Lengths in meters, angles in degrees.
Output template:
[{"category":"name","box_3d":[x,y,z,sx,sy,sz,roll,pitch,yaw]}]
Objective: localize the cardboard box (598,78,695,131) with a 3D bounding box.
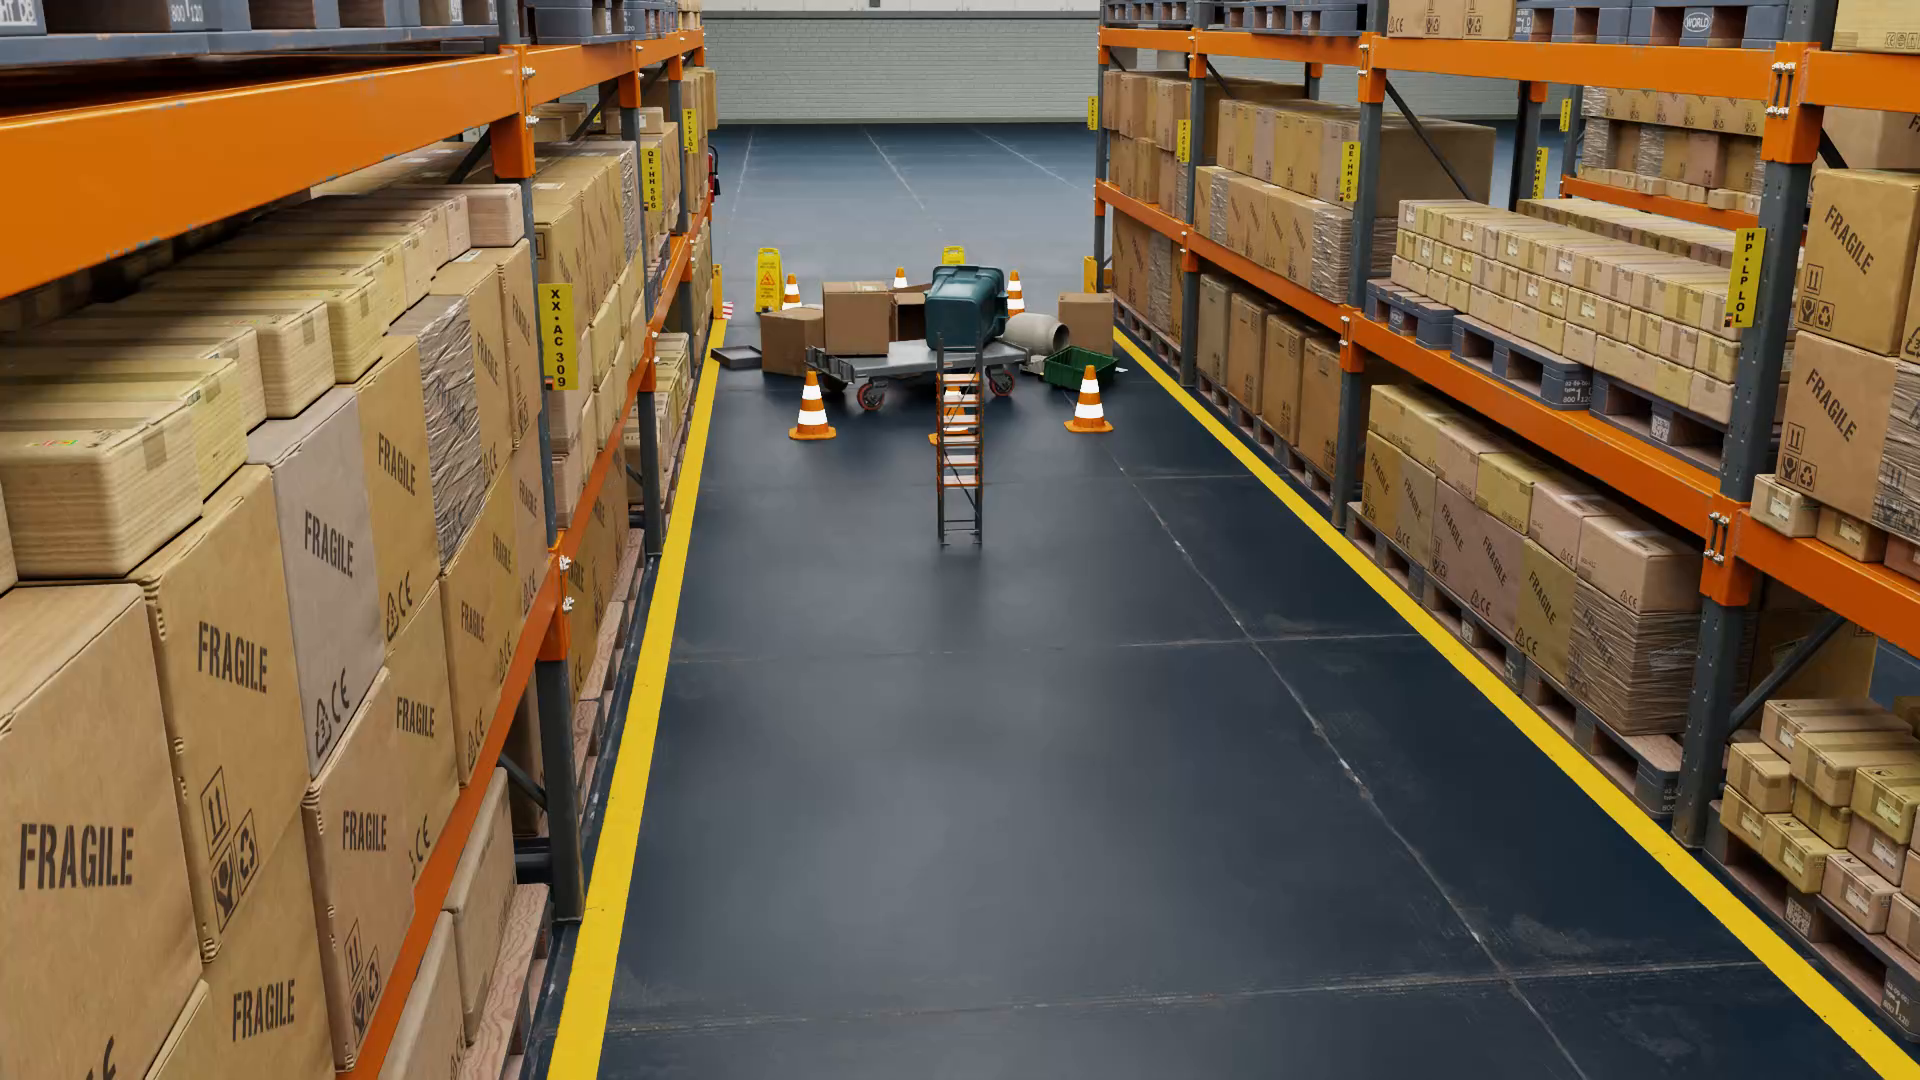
[{"category":"cardboard box","box_3d":[-2.426,-3.335,12.959,0.700,0.500,0.500,-2,18,-6]}]

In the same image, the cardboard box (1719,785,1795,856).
[{"category":"cardboard box","box_3d":[2.860,0.948,5.708,0.380,0.149,0.250,-3,18,-8]}]

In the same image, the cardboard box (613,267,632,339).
[{"category":"cardboard box","box_3d":[-1.752,-1.065,7.477,0.500,0.250,0.500,-2,18,-7]}]

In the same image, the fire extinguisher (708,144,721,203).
[{"category":"fire extinguisher","box_3d":[-2.563,-3.734,16.691,0.296,0.674,0.183,-2,18,-6]}]

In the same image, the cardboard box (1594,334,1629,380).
[{"category":"cardboard box","box_3d":[2.827,-0.749,6.774,0.380,0.149,0.250,-3,18,-8]}]

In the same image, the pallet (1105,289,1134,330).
[{"category":"pallet","box_3d":[2.064,-2.339,16.775,1.003,0.211,1.213,-2,18,-6]}]

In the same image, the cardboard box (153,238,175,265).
[{"category":"cardboard box","box_3d":[-1.923,-0.573,3.574,0.380,0.149,0.250,-2,18,-7]}]

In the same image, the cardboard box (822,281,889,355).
[{"category":"cardboard box","box_3d":[-0.829,-1.763,13.194,0.500,0.500,0.500,-2,18,-6]}]

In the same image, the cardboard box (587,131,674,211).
[{"category":"cardboard box","box_3d":[-2.221,-2.488,11.231,0.500,0.500,0.500,-1,17,-4]}]

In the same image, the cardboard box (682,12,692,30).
[{"category":"cardboard box","box_3d":[-2.431,-4.329,13.870,0.380,0.149,0.250,-2,18,-7]}]

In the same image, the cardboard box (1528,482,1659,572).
[{"category":"cardboard box","box_3d":[2.774,-0.063,7.091,0.500,0.250,0.500,-1,17,-3]}]

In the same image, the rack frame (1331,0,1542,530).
[{"category":"rack frame","box_3d":[2.729,-1.522,9.517,1.000,3.000,0.127,-2,18,-6]}]

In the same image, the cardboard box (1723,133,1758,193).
[{"category":"cardboard box","box_3d":[7.259,-3.312,14.557,0.875,0.500,0.500,-2,18,-6]}]

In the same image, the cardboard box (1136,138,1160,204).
[{"category":"cardboard box","box_3d":[2.094,-3.377,15.176,0.875,0.550,0.500,-2,18,-6]}]

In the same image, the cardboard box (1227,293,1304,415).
[{"category":"cardboard box","box_3d":[2.566,-1.371,12.091,1.050,0.750,0.750,-2,18,-6]}]

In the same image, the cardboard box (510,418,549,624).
[{"category":"cardboard box","box_3d":[-1.469,-0.065,4.708,0.500,0.500,0.500,-2,18,-5]}]

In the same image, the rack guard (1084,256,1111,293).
[{"category":"rack guard","box_3d":[1.901,-2.720,17.506,1.175,0.500,0.348,-2,18,-6]}]

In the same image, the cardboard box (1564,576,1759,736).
[{"category":"cardboard box","box_3d":[2.815,0.449,6.710,0.500,0.500,0.500,-2,18,-7]}]

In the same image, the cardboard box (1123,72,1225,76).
[{"category":"cardboard box","box_3d":[2.052,-4.219,16.056,0.875,0.550,0.550,-2,18,-6]}]

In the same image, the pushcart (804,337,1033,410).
[{"category":"pushcart","box_3d":[-0.334,-1.365,13.394,1.648,0.377,0.936,-8,19,-25]}]

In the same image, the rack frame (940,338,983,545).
[{"category":"rack frame","box_3d":[0.008,-0.550,9.424,0.240,1.200,0.006,-2,18,-6]}]

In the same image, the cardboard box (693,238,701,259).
[{"category":"cardboard box","box_3d":[-2.397,-2.463,14.068,0.380,0.149,0.250,-1,17,-4]}]

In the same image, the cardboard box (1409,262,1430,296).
[{"category":"cardboard box","box_3d":[2.602,-1.383,8.792,0.380,0.149,0.250,-1,17,-3]}]

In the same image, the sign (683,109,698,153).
[{"category":"sign","box_3d":[-2.045,-3.101,12.614,0.100,0.325,0.005,-2,18,-6]}]

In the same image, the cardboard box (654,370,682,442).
[{"category":"cardboard box","box_3d":[-2.389,-0.900,11.221,0.950,0.372,0.625,-1,17,-4]}]

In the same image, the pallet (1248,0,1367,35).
[{"category":"pallet","box_3d":[2.492,-3.386,10.763,1.003,0.211,1.213,-1,17,-3]}]

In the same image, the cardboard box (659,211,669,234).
[{"category":"cardboard box","box_3d":[-2.178,-2.162,11.274,0.380,0.149,0.250,-2,18,-6]}]

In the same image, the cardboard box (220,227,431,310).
[{"category":"cardboard box","box_3d":[-1.382,-0.595,3.644,0.380,0.149,0.250,-2,18,-6]}]

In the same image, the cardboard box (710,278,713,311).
[{"category":"cardboard box","box_3d":[-2.656,-2.371,16.111,0.500,0.250,0.500,-2,18,-6]}]

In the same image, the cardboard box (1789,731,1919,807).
[{"category":"cardboard box","box_3d":[2.941,0.739,5.381,0.380,0.149,0.250,-1,17,-3]}]

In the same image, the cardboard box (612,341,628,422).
[{"category":"cardboard box","box_3d":[-1.689,-0.671,7.058,0.500,0.250,0.500,-2,18,-7]}]

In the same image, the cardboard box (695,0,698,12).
[{"category":"cardboard box","box_3d":[-2.579,-4.775,14.626,0.500,0.250,0.500,-1,17,-4]}]

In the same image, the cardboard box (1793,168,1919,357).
[{"category":"cardboard box","box_3d":[2.946,-0.855,5.059,0.500,0.500,0.500,-1,17,-4]}]

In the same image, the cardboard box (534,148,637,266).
[{"category":"cardboard box","box_3d":[-1.809,-1.565,7.818,0.500,0.500,0.500,-1,17,-5]}]

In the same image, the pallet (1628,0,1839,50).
[{"category":"pallet","box_3d":[3.184,-1.859,5.896,1.213,0.211,1.003,-2,18,-6]}]

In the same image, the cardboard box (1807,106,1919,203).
[{"category":"cardboard box","box_3d":[7.203,-3.082,12.784,1.000,1.000,1.000,-2,18,-5]}]

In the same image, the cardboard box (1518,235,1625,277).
[{"category":"cardboard box","box_3d":[2.743,-1.277,7.461,0.380,0.149,0.250,-2,18,-6]}]

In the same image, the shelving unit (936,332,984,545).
[{"category":"shelving unit","box_3d":[-0.002,-0.577,9.511,0.258,1.200,0.189,-2,18,-6]}]

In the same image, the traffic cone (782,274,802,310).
[{"category":"traffic cone","box_3d":[-1.682,-2.424,16.625,0.336,0.463,0.334,-2,18,-6]}]

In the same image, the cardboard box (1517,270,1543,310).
[{"category":"cardboard box","box_3d":[2.745,-1.130,7.491,0.380,0.149,0.250,-1,17,-4]}]

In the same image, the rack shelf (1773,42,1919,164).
[{"category":"rack shelf","box_3d":[3.348,-0.822,3.481,1.077,0.370,4.000,-2,18,-6]}]

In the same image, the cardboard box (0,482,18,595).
[{"category":"cardboard box","box_3d":[-1.218,0.020,1.686,0.380,0.149,0.250,-1,17,-4]}]

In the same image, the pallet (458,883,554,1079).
[{"category":"pallet","box_3d":[-1.771,1.412,4.826,1.003,0.211,1.213,-2,18,-6]}]

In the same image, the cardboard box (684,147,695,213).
[{"category":"cardboard box","box_3d":[-2.365,-2.860,13.115,0.500,0.500,0.500,-2,18,-6]}]

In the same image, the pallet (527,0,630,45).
[{"category":"pallet","box_3d":[-1.947,-2.157,6.846,1.003,0.211,1.213,-1,17,-3]}]

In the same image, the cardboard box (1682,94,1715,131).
[{"category":"cardboard box","box_3d":[6.837,-3.927,14.845,0.500,0.500,0.500,-2,18,-6]}]

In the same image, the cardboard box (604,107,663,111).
[{"category":"cardboard box","box_3d":[-2.240,-2.895,11.442,0.380,0.149,0.250,-2,18,-7]}]

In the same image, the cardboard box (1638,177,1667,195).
[{"category":"cardboard box","box_3d":[6.698,-3.366,15.812,0.380,0.149,0.250,-2,18,-6]}]

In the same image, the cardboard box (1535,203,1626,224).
[{"category":"cardboard box","box_3d":[3.259,-1.679,8.744,0.380,0.149,0.250,-2,18,-6]}]

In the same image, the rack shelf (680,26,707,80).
[{"category":"rack shelf","box_3d":[-2.803,-4.214,14.286,1.077,0.370,4.000,-2,18,-6]}]

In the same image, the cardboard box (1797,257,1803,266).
[{"category":"cardboard box","box_3d":[3.477,-1.060,6.770,0.380,0.149,0.250,-2,18,-6]}]

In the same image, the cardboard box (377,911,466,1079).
[{"category":"cardboard box","box_3d":[-1.721,1.332,4.003,0.875,0.438,0.875,-2,18,-7]}]

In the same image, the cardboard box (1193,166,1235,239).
[{"category":"cardboard box","box_3d":[2.103,-2.596,12.772,0.500,0.500,0.500,-2,17,-5]}]
